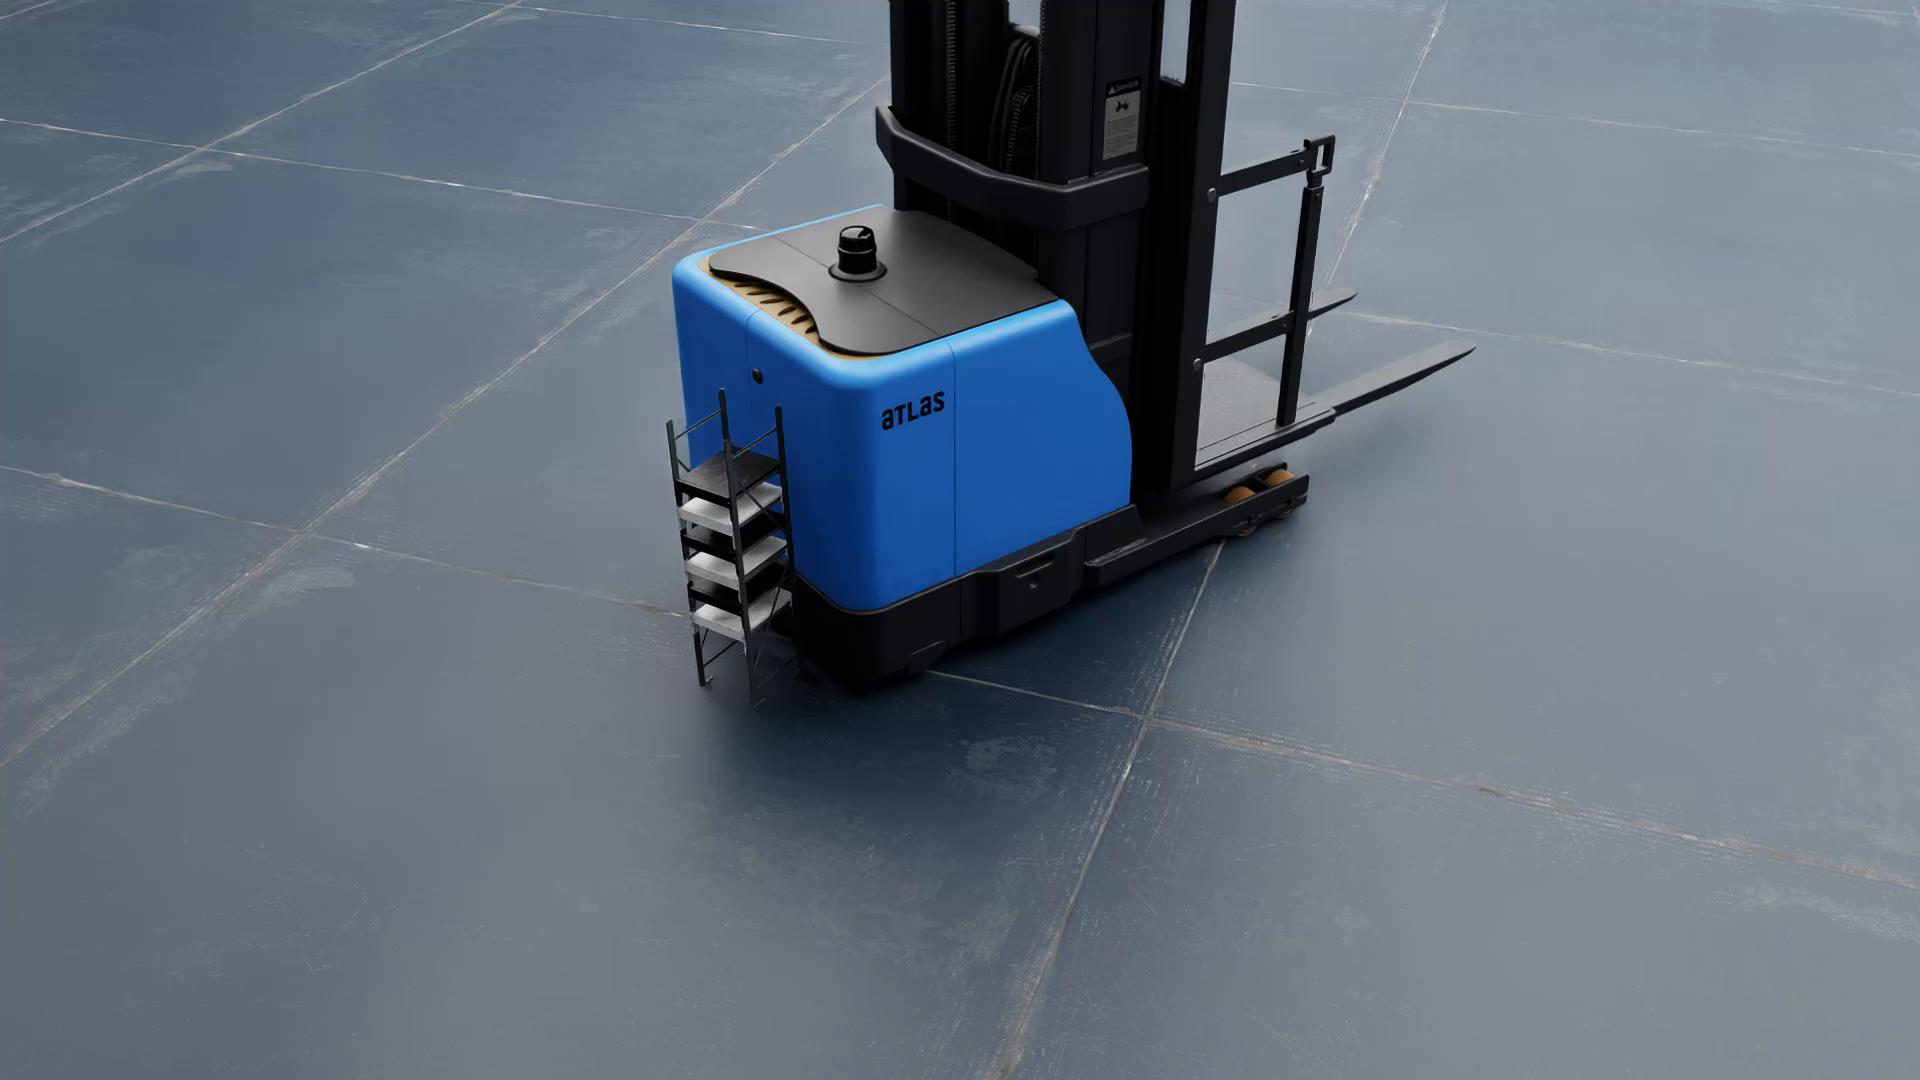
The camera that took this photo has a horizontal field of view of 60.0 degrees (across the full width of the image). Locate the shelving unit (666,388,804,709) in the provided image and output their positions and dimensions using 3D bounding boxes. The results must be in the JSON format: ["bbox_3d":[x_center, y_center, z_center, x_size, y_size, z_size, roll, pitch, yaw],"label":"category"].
[{"bbox_3d":[-0.639,0.035,4.798,0.210,0.900,0.258,18,37,28],"label":"shelving unit"}]

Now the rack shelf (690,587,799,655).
[{"bbox_3d":[-0.634,0.216,4.911,0.200,0.077,0.258,18,37,28],"label":"rack shelf"}]

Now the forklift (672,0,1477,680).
[{"bbox_3d":[0.595,-1.453,5.235,3.031,2.935,1.130,-22,39,-30],"label":"forklift"}]

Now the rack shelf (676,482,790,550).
[{"bbox_3d":[-0.642,-0.089,4.720,0.200,0.077,0.258,18,37,28],"label":"rack shelf"}]

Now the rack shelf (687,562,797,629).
[{"bbox_3d":[-0.636,0.139,4.864,0.200,0.077,0.258,18,37,28],"label":"rack shelf"}]

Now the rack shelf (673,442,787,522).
[{"bbox_3d":[-0.643,-0.165,4.672,0.200,0.077,0.258,18,37,28],"label":"rack shelf"}]

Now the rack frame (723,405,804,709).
[{"bbox_3d":[-0.553,0.063,4.750,0.006,0.900,0.240,18,37,28],"label":"rack frame"}]

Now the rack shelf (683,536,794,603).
[{"bbox_3d":[-0.638,0.063,4.816,0.200,0.077,0.258,18,37,28],"label":"rack shelf"}]

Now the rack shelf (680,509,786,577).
[{"bbox_3d":[-0.640,-0.013,4.768,0.200,0.077,0.258,18,37,28],"label":"rack shelf"}]

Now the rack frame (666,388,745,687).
[{"bbox_3d":[-0.724,0.007,4.846,0.006,0.900,0.240,18,37,28],"label":"rack frame"}]
